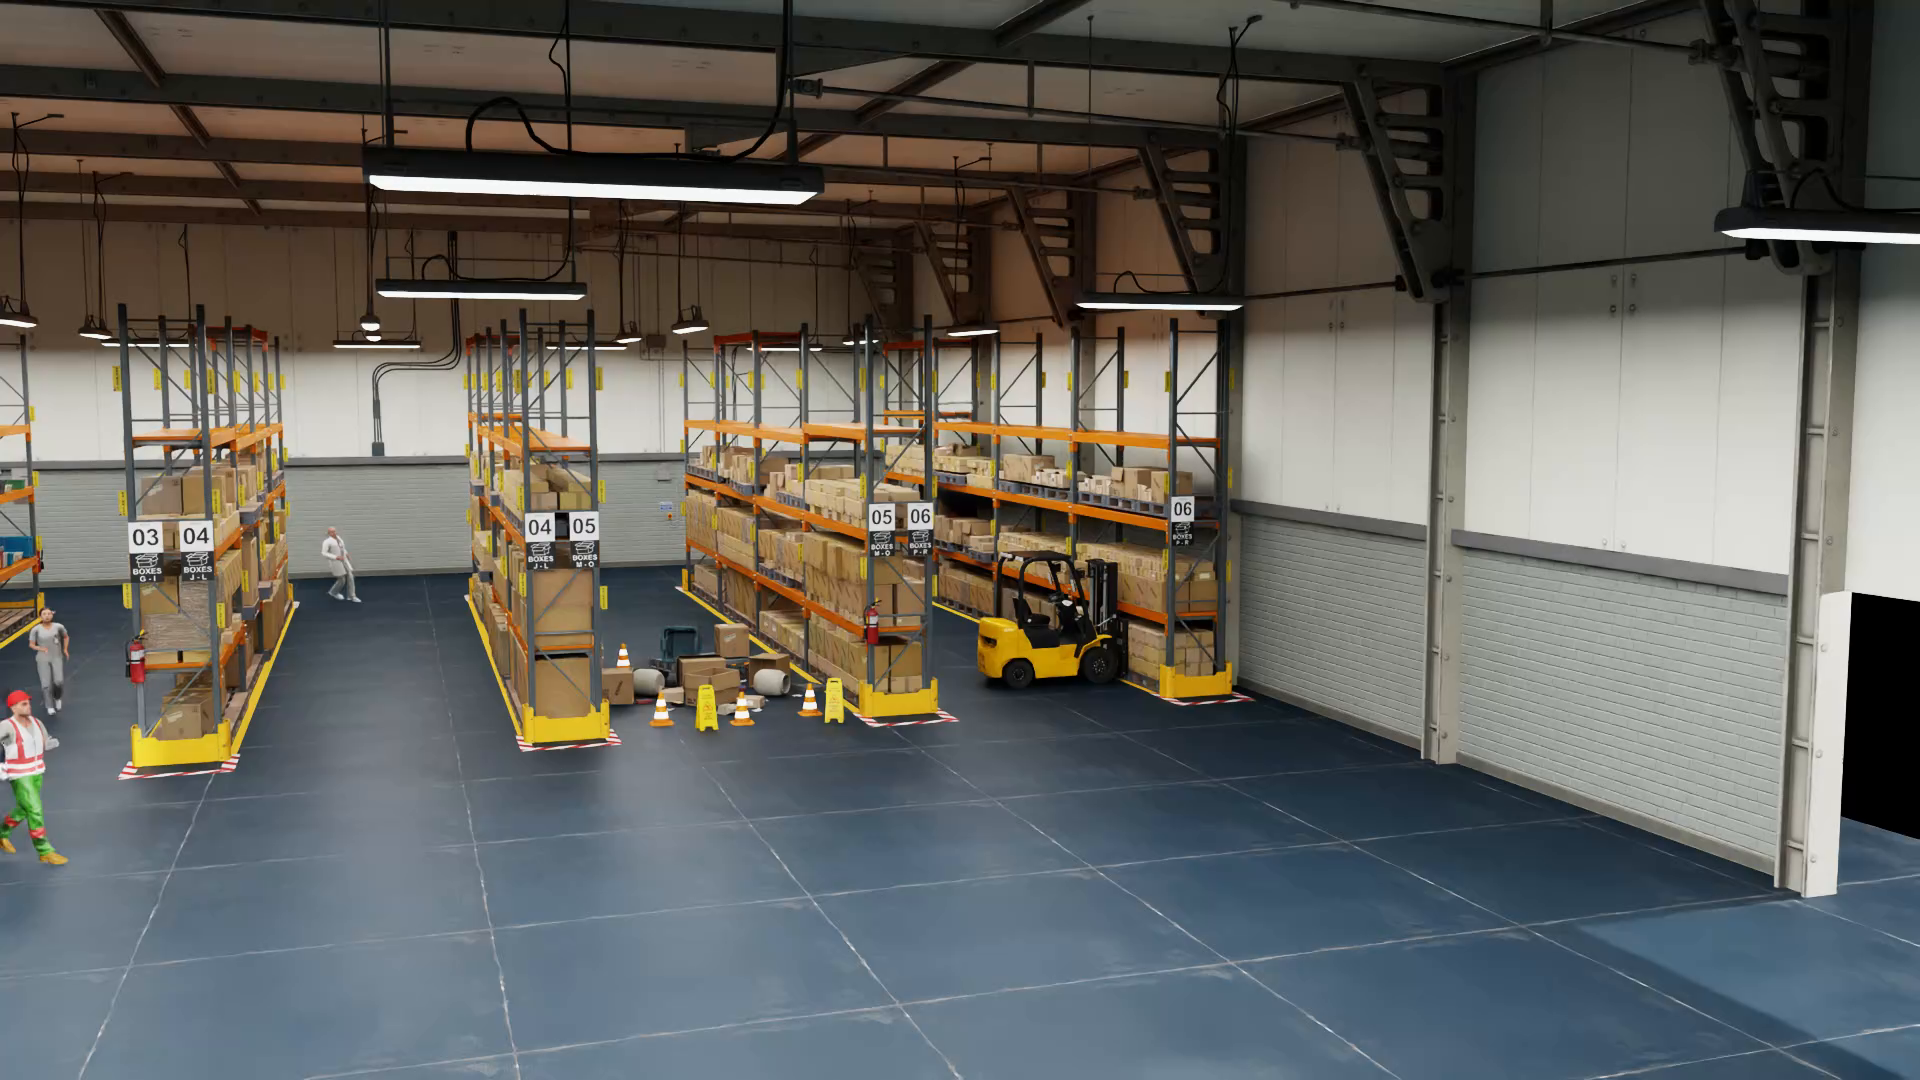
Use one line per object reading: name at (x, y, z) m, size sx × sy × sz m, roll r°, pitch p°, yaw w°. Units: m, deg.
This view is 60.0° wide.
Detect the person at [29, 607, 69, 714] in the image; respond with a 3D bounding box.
person at (-13.657, 1.824, 24.978) m, size 0.549 × 1.616 × 0.582 m, roll -3°, pitch 6°, yaw -32°

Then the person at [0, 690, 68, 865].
person at (-9.714, 2.445, 17.269) m, size 0.992 × 1.781 × 0.659 m, roll 1°, pitch 6°, yaw 10°

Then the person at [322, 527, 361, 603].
person at (-14.101, 0.597, 37.679) m, size 0.846 × 1.678 × 0.730 m, roll 2°, pitch 6°, yaw 23°
